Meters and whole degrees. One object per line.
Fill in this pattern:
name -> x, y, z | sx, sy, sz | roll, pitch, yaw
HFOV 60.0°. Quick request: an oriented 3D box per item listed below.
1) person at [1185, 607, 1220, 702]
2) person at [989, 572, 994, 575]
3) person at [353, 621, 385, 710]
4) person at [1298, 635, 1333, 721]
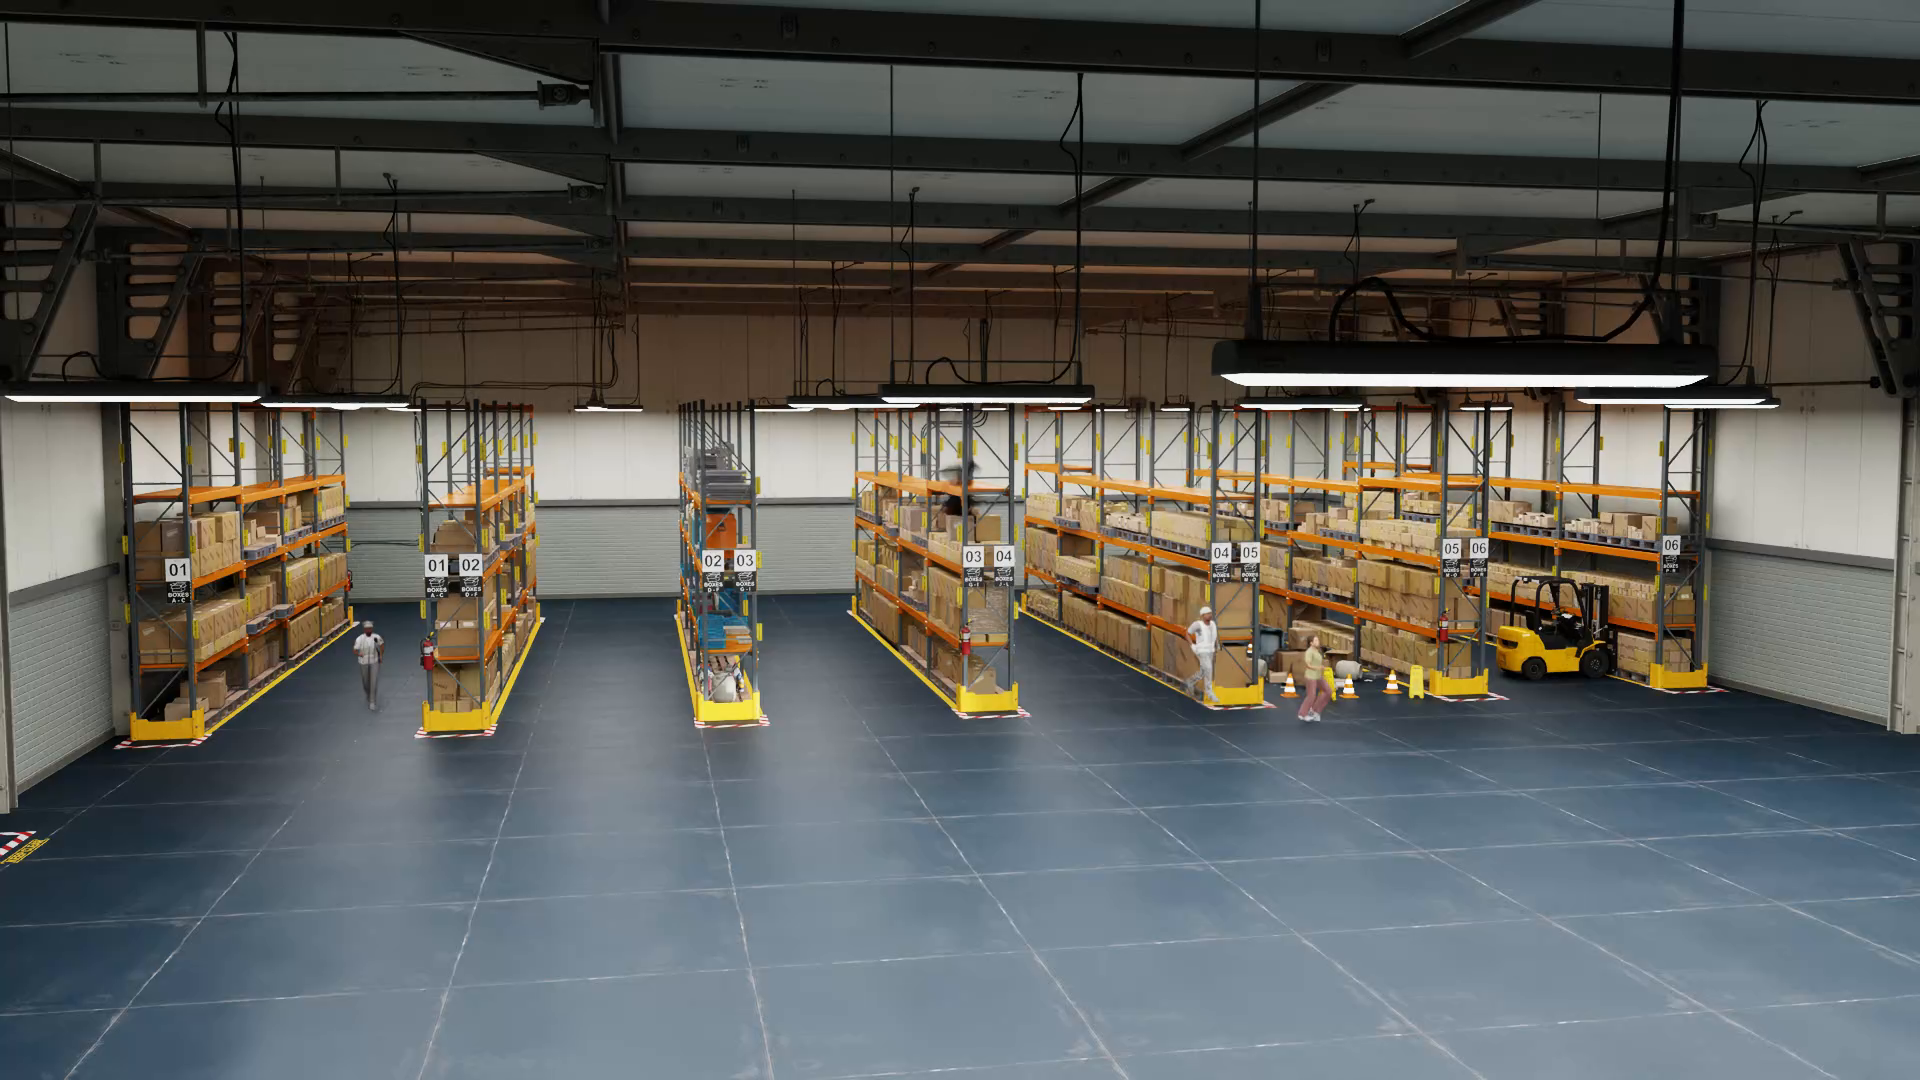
person -> 4.669, 2.161, 31.875 | 0.703, 1.789, 0.929 | -4, 6, -42
person -> 0.666, 1.224, 48.399 | 0.749, 1.774, 0.584 | 2, 5, 25
person -> -11.553, 2.418, 32.520 | 0.587, 1.701, 0.930 | -1, 5, -18
person -> 6.570, 2.564, 30.882 | 0.640, 1.636, 0.555 | 3, 6, 39
